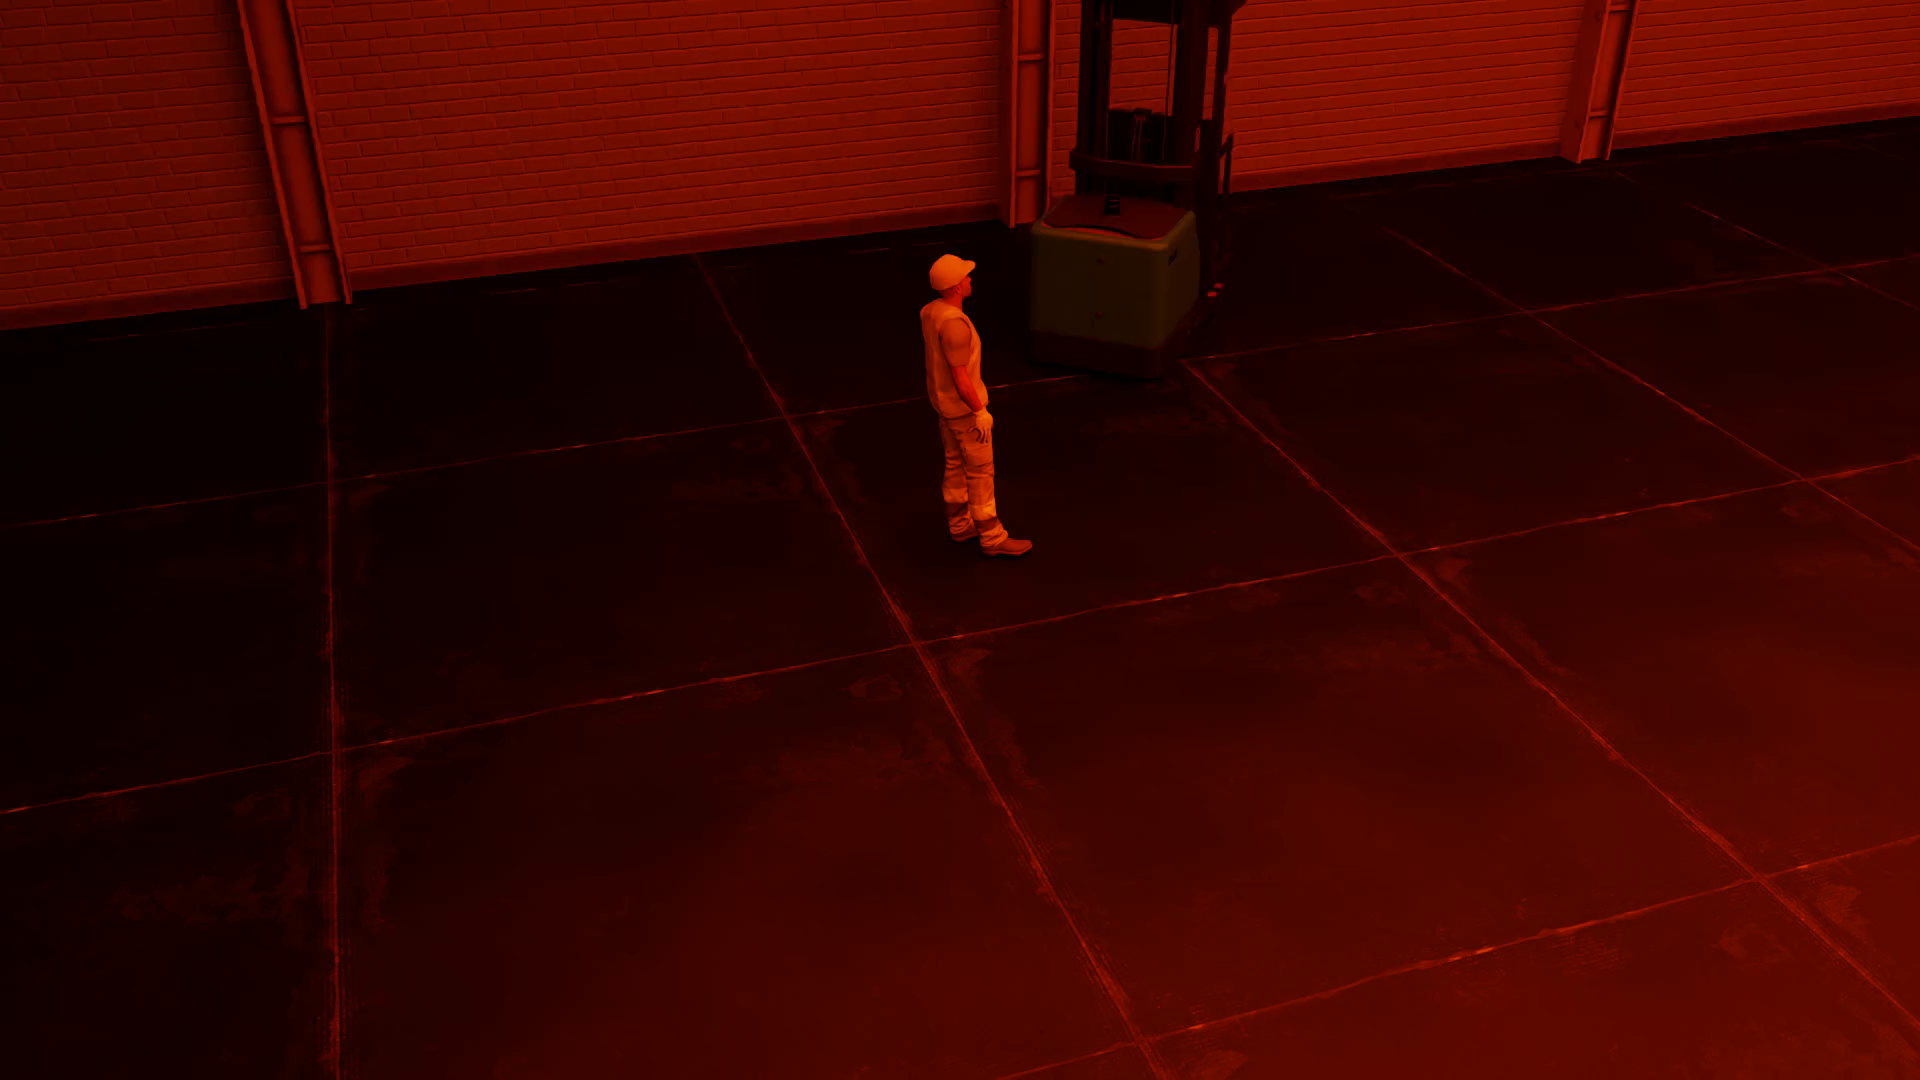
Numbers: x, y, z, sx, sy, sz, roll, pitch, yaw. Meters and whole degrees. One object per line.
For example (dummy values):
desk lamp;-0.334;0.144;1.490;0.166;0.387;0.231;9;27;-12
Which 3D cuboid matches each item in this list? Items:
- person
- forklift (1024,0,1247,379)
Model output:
person;0.080;-0.789;9.589;0.562;1.790;0.637;-10;31;-16
forklift;1.500;-3.140;12.545;1.130;2.935;3.031;11;32;19
